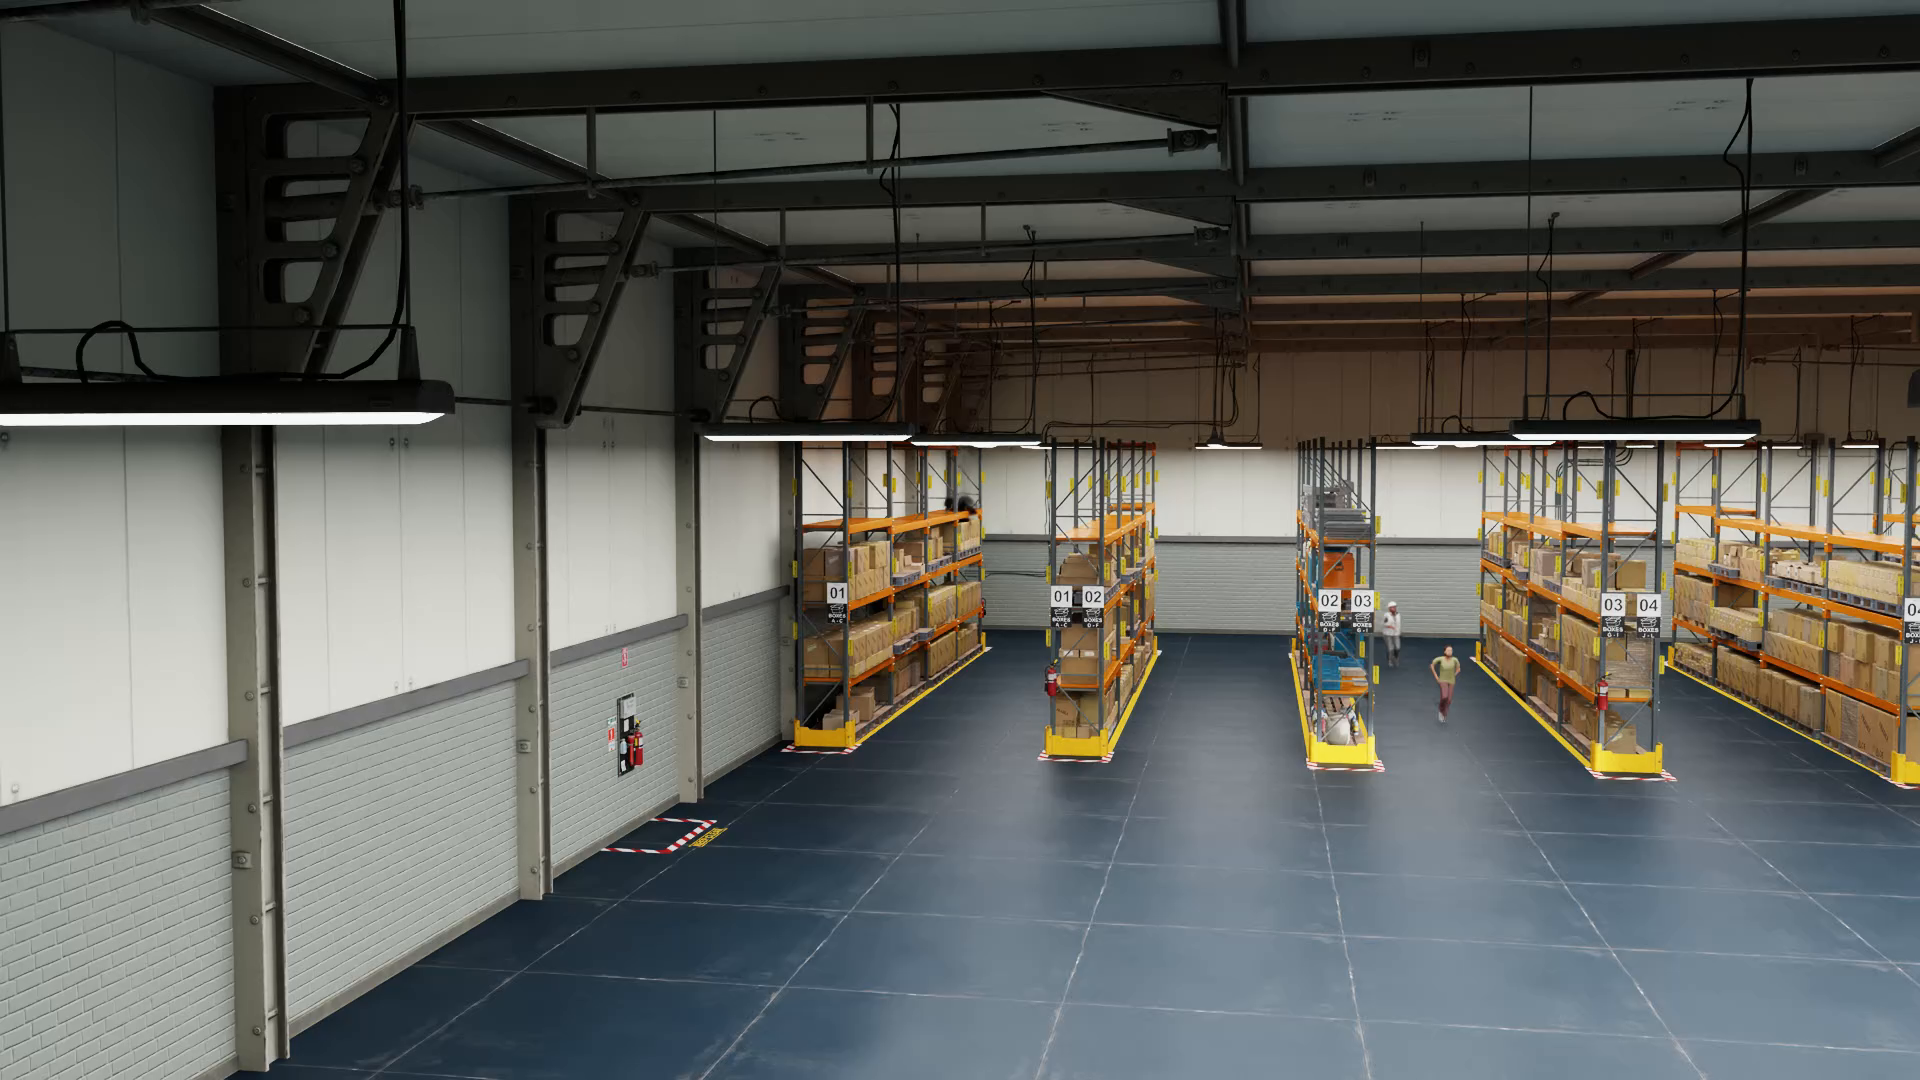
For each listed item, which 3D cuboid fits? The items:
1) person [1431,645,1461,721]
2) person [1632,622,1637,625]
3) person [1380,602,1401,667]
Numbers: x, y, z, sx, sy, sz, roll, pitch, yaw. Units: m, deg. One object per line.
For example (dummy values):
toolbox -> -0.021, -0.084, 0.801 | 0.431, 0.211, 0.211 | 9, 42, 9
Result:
person -> 10.288, 3.028, 35.169 | 0.562, 1.627, 0.650 | 0, 3, -2
person -> 17.263, 2.627, 42.110 | 0.661, 1.773, 0.798 | 0, 3, 9
person -> 11.456, 2.515, 44.057 | 0.634, 1.752, 0.660 | 0, 3, -6
